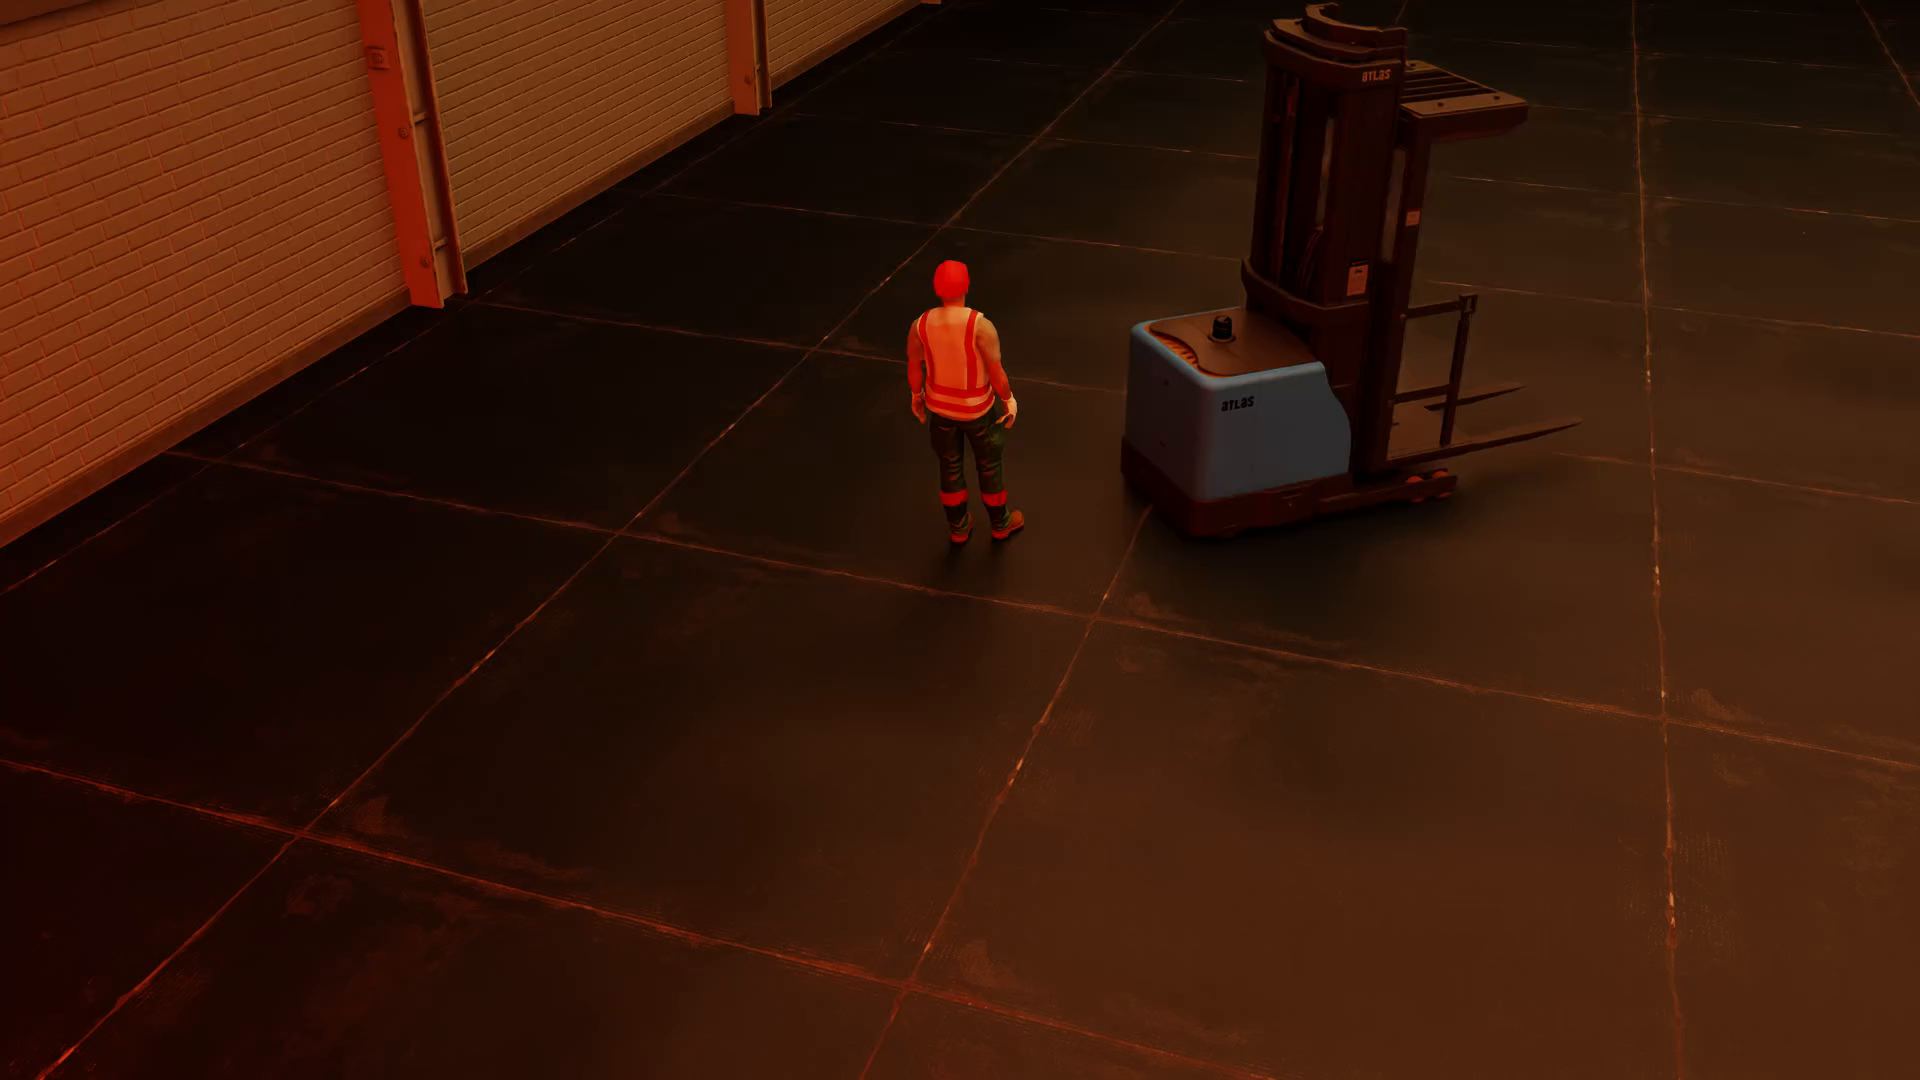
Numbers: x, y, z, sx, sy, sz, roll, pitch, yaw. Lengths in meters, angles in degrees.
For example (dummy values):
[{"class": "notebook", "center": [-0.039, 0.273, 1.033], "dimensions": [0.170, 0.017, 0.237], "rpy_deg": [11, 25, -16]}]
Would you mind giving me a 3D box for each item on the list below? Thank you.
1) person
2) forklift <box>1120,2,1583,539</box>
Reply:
[{"class": "person", "center": [0.037, -0.819, 9.712], "dimensions": [0.638, 1.787, 0.564], "rpy_deg": [10, 31, 16]}, {"class": "forklift", "center": [2.606, -1.737, 10.184], "dimensions": [3.031, 2.935, 1.130], "rpy_deg": [-11, 32, -19]}]
